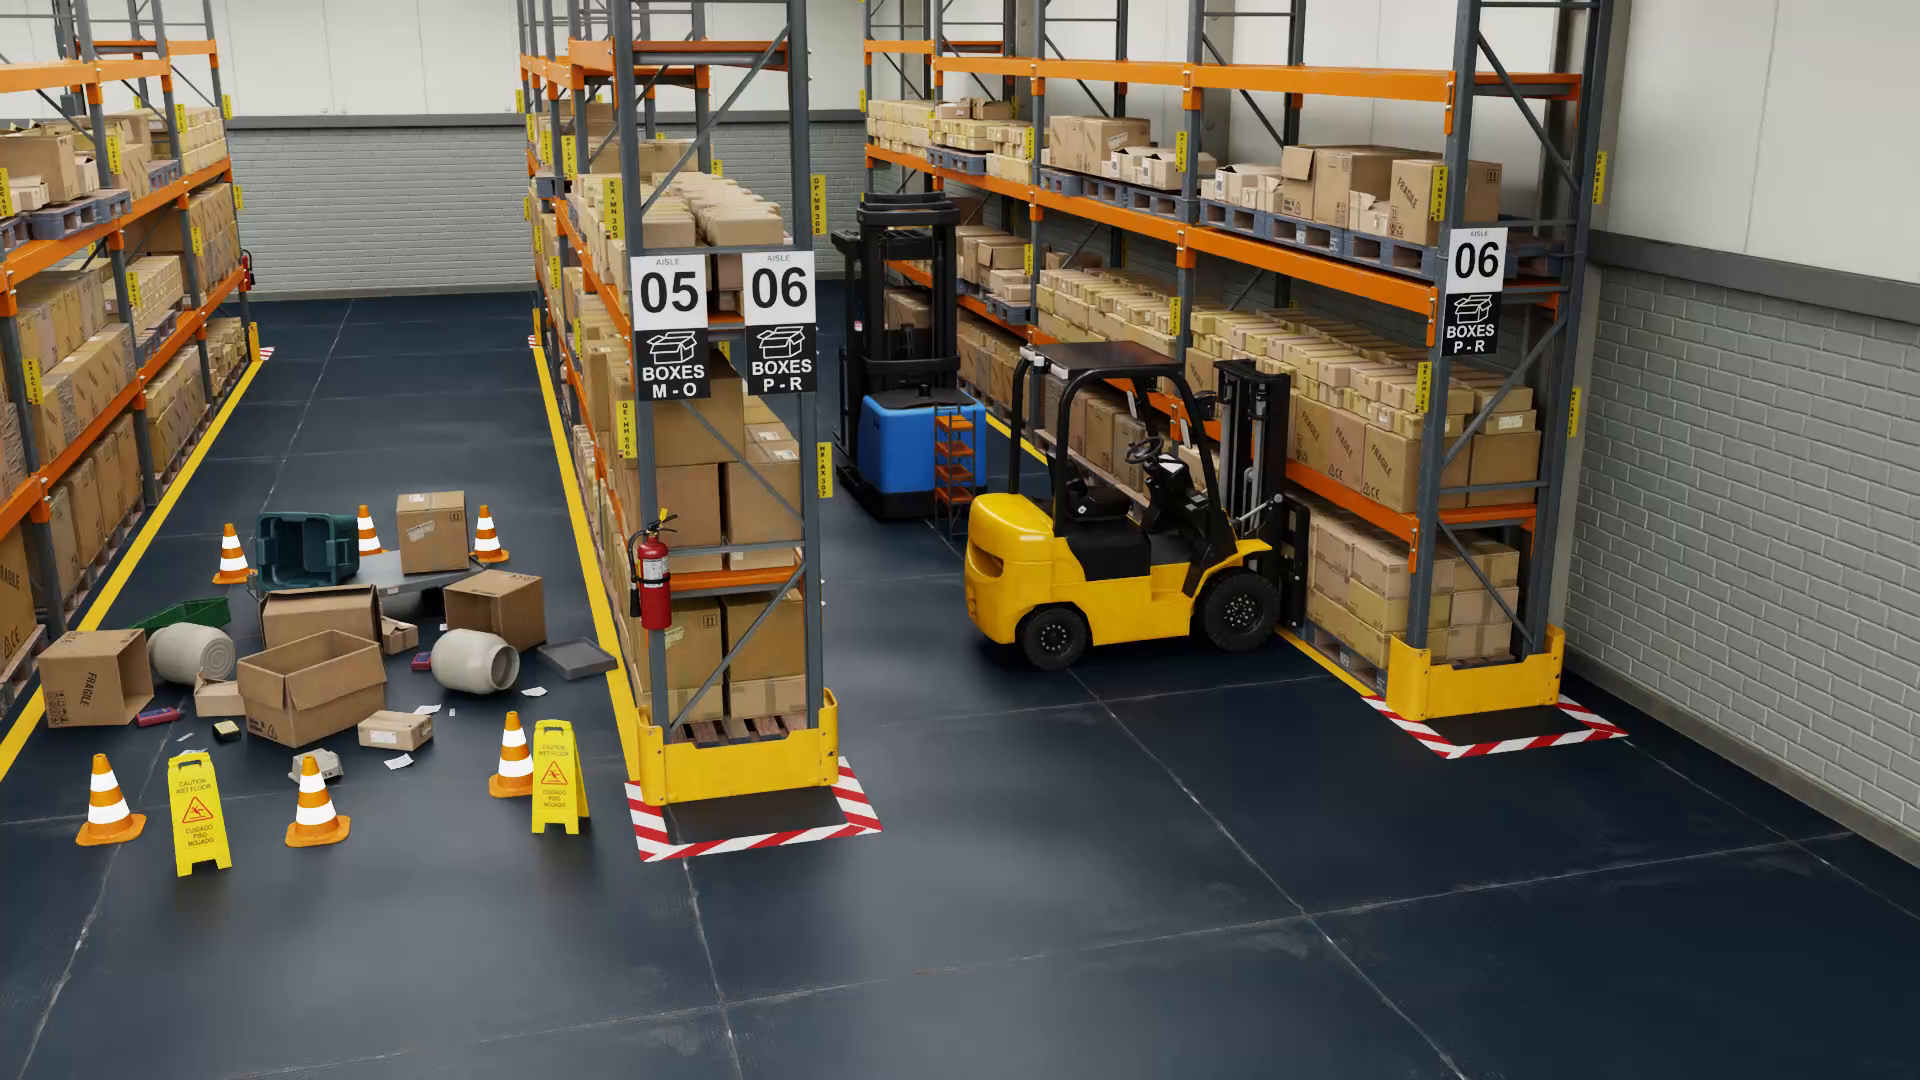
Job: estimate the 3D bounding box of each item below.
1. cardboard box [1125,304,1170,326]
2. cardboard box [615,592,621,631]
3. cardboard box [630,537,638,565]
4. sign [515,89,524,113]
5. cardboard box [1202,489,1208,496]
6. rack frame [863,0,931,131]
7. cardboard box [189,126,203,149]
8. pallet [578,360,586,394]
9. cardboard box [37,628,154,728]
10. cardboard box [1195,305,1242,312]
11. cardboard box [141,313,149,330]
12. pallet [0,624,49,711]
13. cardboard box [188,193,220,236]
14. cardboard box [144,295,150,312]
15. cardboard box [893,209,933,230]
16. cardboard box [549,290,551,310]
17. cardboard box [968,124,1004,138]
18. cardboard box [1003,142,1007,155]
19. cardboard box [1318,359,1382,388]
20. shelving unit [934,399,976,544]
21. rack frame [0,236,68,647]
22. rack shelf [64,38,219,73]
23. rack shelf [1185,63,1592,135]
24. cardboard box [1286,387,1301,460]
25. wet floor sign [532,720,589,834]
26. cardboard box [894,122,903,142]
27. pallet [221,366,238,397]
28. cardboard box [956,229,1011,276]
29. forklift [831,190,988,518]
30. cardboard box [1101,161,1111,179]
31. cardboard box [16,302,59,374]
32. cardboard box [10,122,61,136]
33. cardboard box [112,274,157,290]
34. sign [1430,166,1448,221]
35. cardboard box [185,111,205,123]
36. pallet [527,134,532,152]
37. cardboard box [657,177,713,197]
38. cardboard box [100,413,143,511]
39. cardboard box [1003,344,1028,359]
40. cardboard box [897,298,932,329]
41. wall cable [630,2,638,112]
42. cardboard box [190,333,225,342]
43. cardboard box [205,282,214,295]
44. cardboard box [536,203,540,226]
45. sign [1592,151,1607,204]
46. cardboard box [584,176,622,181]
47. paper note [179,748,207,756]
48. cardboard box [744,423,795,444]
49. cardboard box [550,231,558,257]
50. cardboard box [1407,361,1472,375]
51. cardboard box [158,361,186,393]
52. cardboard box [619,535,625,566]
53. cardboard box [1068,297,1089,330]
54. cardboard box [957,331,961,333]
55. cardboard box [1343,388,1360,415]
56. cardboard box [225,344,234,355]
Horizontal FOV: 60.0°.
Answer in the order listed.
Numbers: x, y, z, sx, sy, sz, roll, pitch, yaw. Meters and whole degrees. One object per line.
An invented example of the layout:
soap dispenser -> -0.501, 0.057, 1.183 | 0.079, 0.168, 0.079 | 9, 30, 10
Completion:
cardboard box -> 1.752, -2.084, 15.373 | 0.380, 0.149, 0.250 | -5, 18, -17
cardboard box -> -2.199, 0.543, 11.980 | 0.500, 0.250, 0.500 | -5, 17, -16
cardboard box -> -1.793, 0.028, 10.080 | 0.380, 0.149, 0.250 | -5, 17, -16
sign -> -6.241, -6.221, 23.576 | 0.100, 0.325, 0.005 | -5, 17, -15
cardboard box -> 2.340, -0.270, 13.818 | 0.500, 0.250, 0.500 | -5, 17, -16
rack frame -> -0.934, -7.636, 24.732 | 1.000, 3.000, 0.127 | -5, 17, -15
cardboard box -> -9.497, -4.879, 20.158 | 0.500, 0.250, 0.500 | -4, 17, -14
pallet -> -2.923, -1.521, 15.134 | 1.003, 0.211, 1.213 | -5, 17, -15
cardboard box -> -5.726, 0.913, 11.039 | 0.500, 0.500, 0.500 | -2, 17, -6
cardboard box -> 2.382, -2.064, 15.309 | 0.380, 0.149, 0.250 | -5, 17, -15
cardboard box -> -8.391, -2.182, 16.707 | 0.380, 0.149, 0.250 | -4, 17, -13
pallet -> -7.005, 0.921, 11.520 | 1.003, 0.211, 1.213 | -5, 17, -15
cardboard box -> -9.633, -4.083, 20.903 | 0.500, 0.500, 0.500 | -5, 18, -17
cardboard box -> -8.469, -2.398, 16.910 | 0.380, 0.149, 0.250 | -5, 17, -15
cardboard box -> -0.656, -4.631, 23.596 | 0.500, 0.500, 0.500 | -4, 17, -14
cardboard box -> -4.470, -2.763, 19.197 | 0.500, 0.250, 0.500 | -5, 17, -16
cardboard box -> 0.305, -4.826, 19.606 | 0.380, 0.149, 0.250 | -5, 17, -15
cardboard box -> 0.705, -4.471, 18.977 | 0.380, 0.149, 0.250 | -5, 17, -15
cardboard box -> 2.791, -1.195, 11.898 | 0.380, 0.149, 0.250 | -4, 17, -14
shelving unit -> -0.046, -0.620, 14.932 | 0.258, 1.200, 0.503 | -5, 17, -15
rack frame -> -7.139, -0.631, 11.839 | 1.000, 3.000, 0.127 | -5, 17, -15
rack shelf -> -9.887, -5.924, 20.289 | 1.077, 0.370, 4.000 | -5, 17, -15
rack shelf -> 2.914, -3.228, 12.001 | 1.077, 0.370, 4.000 | -5, 17, -15
cardboard box -> 2.652, -0.925, 12.643 | 0.500, 0.500, 0.500 | -5, 17, -15
wet floor sign -> -2.285, 1.321, 9.434 | 0.267, 0.644, 0.232 | 1, 17, 4
cardboard box -> -0.622, -5.703, 23.255 | 0.500, 0.250, 0.500 | -5, 17, -16
pallet -> -9.895, -2.030, 21.342 | 1.003, 0.211, 1.213 | -5, 17, -15
cardboard box -> 0.226, -3.611, 20.856 | 0.700, 0.500, 0.500 | -5, 17, -15
forklift -> -0.636, -1.986, 16.470 | 1.130, 2.935, 3.031 | -5, 17, -15
cardboard box -> 1.558, -3.503, 15.718 | 0.380, 0.149, 0.250 | -5, 17, -16
cardboard box -> -7.563, -1.577, 13.075 | 0.700, 0.500, 0.500 | -5, 17, -15
cardboard box -> -8.755, -3.821, 15.739 | 0.396, 0.266, 0.258 | -5, 17, -15
cardboard box -> -8.607, -2.679, 17.330 | 0.380, 0.149, 0.250 | -5, 17, -16
sign -> 2.938, -2.121, 10.184 | 0.100, 0.325, 0.005 | -5, 17, -15
cardboard box -> -9.742, -5.320, 20.934 | 0.380, 0.149, 0.250 | -4, 17, -14
pallet -> -5.491, -5.560, 23.186 | 1.003, 0.211, 1.213 | -5, 17, -15
cardboard box -> -1.980, -2.533, 12.008 | 0.380, 0.149, 0.250 | -4, 17, -14
cardboard box -> -8.158, -0.686, 15.202 | 1.050, 0.750, 0.750 | -5, 17, -16
cardboard box -> 0.722, -2.208, 19.575 | 0.380, 0.149, 0.250 | -4, 17, -14
cardboard box -> -0.610, -3.197, 23.996 | 0.500, 0.500, 0.500 | -4, 17, -14
wall cable -> -6.816, -8.853, 28.782 | 2.355, 3.000, 0.029 | -5, 17, -15
cardboard box -> -9.737, -2.581, 21.522 | 0.380, 0.149, 0.250 | -5, 18, -17
cardboard box -> -9.443, -3.114, 20.541 | 0.380, 0.149, 0.250 | -4, 17, -14
cardboard box -> -5.133, -4.040, 21.275 | 0.500, 0.500, 0.500 | -5, 17, -16
sign -> 3.999, -2.273, 10.434 | 0.100, 0.325, 0.005 | -5, 17, -15
cardboard box -> -2.535, -2.566, 12.117 | 0.380, 0.149, 0.250 | -4, 17, -14
paper note -> -4.827, 1.342, 10.436 | 0.144, 0.017, 0.142 | 1, 17, 4
cardboard box -> -1.317, -0.430, 10.480 | 0.500, 0.500, 0.500 | -4, 17, -14
cardboard box -> -4.179, -3.085, 18.097 | 0.500, 0.500, 0.500 | -5, 17, -15
cardboard box -> 3.397, -1.165, 11.798 | 0.380, 0.149, 0.250 | -5, 17, -15
cardboard box -> -8.603, -1.733, 17.818 | 0.500, 0.250, 0.500 | -6, 18, -18
cardboard box -> -2.081, 0.062, 11.151 | 0.380, 0.149, 0.250 | -4, 17, -13
cardboard box -> 1.415, -2.291, 16.757 | 0.500, 0.250, 0.500 | -5, 17, -17
cardboard box -> 0.082, -2.509, 21.706 | 0.500, 0.500, 0.500 | -4, 17, -13
cardboard box -> 2.930, -0.984, 11.713 | 0.380, 0.149, 0.250 | -5, 17, -16
cardboard box -> -9.666, -2.447, 21.593 | 0.380, 0.149, 0.250 | -4, 17, -12
